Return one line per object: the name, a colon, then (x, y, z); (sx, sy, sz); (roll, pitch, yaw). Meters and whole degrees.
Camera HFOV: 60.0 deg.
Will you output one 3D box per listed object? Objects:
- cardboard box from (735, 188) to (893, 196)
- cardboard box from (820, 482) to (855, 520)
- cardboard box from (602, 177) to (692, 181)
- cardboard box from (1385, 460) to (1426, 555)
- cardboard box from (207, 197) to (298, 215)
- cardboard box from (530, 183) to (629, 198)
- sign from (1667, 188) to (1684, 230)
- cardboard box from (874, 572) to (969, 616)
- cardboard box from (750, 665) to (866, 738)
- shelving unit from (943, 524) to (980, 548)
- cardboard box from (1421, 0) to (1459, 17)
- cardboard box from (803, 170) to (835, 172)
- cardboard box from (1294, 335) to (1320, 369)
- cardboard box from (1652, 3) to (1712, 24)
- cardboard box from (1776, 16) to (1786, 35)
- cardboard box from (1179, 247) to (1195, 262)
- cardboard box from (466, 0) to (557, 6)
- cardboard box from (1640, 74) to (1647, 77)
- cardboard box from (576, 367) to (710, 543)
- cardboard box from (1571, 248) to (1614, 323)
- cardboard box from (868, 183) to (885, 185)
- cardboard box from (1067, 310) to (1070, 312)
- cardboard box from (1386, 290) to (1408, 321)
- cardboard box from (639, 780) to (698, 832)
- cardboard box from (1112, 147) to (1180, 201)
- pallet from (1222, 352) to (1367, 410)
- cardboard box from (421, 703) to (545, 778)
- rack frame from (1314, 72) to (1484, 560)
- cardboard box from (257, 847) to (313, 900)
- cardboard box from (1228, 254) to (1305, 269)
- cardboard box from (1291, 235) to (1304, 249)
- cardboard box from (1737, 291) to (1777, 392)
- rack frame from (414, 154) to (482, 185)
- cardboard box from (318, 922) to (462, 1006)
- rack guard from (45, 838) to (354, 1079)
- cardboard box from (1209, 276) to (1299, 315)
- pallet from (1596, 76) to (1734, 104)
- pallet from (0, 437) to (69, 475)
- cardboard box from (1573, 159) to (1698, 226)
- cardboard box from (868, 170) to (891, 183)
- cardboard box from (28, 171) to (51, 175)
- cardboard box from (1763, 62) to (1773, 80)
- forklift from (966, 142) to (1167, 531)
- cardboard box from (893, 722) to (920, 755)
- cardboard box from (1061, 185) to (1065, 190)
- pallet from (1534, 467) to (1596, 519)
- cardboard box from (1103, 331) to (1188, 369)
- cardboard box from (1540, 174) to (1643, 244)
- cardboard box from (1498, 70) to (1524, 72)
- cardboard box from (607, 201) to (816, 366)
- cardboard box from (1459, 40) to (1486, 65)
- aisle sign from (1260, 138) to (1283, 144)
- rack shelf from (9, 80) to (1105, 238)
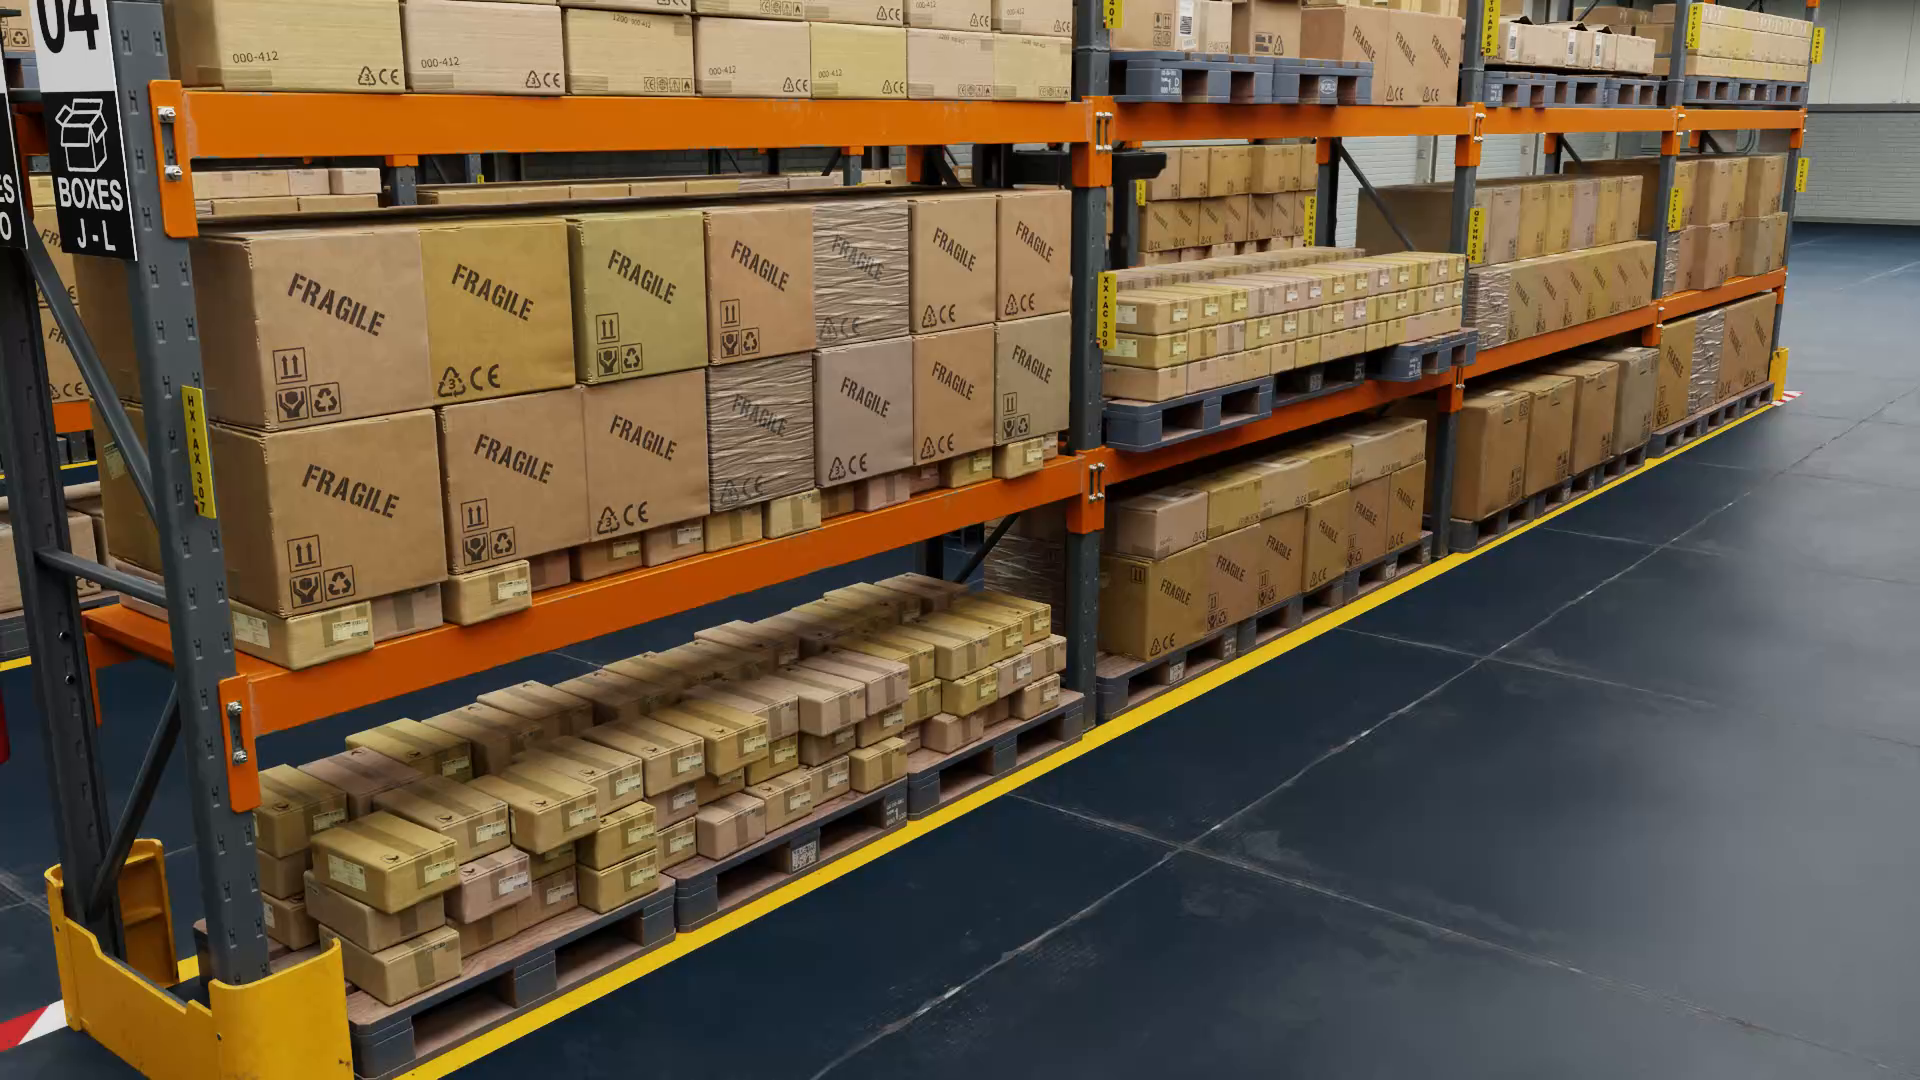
cardboard box: (-0.587, -1.175, 6.817); (0.500, 0.500, 0.500); (11, 18, 36)
cardboard box: (-0.619, -0.184, 6.266); (0.380, 0.149, 0.250); (11, 18, 37)
cardboard box: (-2.341, -2.444, 12.417); (0.500, 0.500, 0.500); (12, 18, 39)
cardboard box: (2.504, -0.239, 10.197); (0.500, 0.500, 0.500); (11, 18, 37)
cardboard box: (-4.120, -1.698, 9.483); (0.500, 0.500, 0.500); (11, 18, 37)
cardboard box: (-2.598, -2.165, 11.318); (0.500, 0.500, 0.500); (11, 18, 36)
sign: (5.656, -2.621, 13.155); (0.100, 0.325, 0.005); (11, 18, 38)
cardboard box: (-0.177, 0.276, 7.673); (0.380, 0.149, 0.250); (12, 19, 40)
cardboard box: (-0.584, 0.612, 6.352); (0.380, 0.149, 0.250); (10, 18, 36)
shelving unit: (-0.025, -0.423, 10.960); (0.258, 0.900, 0.210); (8, 16, 30)
cardboard box: (2.662, -3.169, 9.657); (0.396, 0.266, 0.258); (11, 18, 38)
cardboard box: (-1.753, -4.549, 20.813); (0.380, 0.149, 0.250); (11, 18, 37)
cardboard box: (1.622, -0.985, 8.564); (0.380, 0.149, 0.250); (11, 18, 37)
cardboard box: (5.721, -4.167, 13.178); (0.380, 0.149, 0.250); (11, 18, 38)
cardboard box: (7.156, -4.605, 14.902); (0.380, 0.149, 0.250); (11, 18, 38)
cardboard box: (2.206, -2.969, 17.230); (0.380, 0.149, 0.250); (12, 19, 39)
cardboard box: (-1.509, -1.649, 4.719); (0.500, 0.250, 0.500); (11, 18, 37)
cardboard box: (5.689, -4.030, 14.257); (0.380, 0.149, 0.250); (11, 18, 38)
cardboard box: (-1.183, -0.316, 5.467); (0.500, 0.500, 0.500); (12, 18, 38)
cardboard box: (4.473, -1.893, 12.281); (0.500, 0.500, 0.500); (11, 18, 38)
cardboard box: (-1.156, -4.370, 20.713); (0.380, 0.149, 0.250); (11, 18, 36)
cardboard box: (0.301, -1.125, 7.908); (0.380, 0.149, 0.250); (12, 19, 40)
cardboard box: (2.270, -1.325, 9.298); (0.380, 0.149, 0.250); (11, 18, 38)
cardboard box: (-1.145, 0.890, 5.862); (0.380, 0.149, 0.250); (10, 17, 35)
cardboard box: (1.760, -3.654, 16.578); (0.700, 0.500, 0.500); (11, 18, 37)
pallet: (1.502, -0.935, 9.102); (1.003, 0.211, 1.213); (11, 18, 38)
cardboard box: (-1.700, 0.719, 5.928); (0.380, 0.149, 0.250); (10, 18, 35)
rack frame: (2.714, -1.414, 10.596); (1.000, 3.000, 0.127); (11, 18, 38)
cardboard box: (-2.204, 1.007, 5.400); (0.380, 0.149, 0.250); (11, 18, 36)
cardboard box: (1.782, -1.577, 9.686); (0.380, 0.149, 0.250); (10, 18, 35)
cardboard box: (3.687, -3.400, 18.926); (0.380, 0.149, 0.250); (11, 18, 37)
cardboard box: (7.367, -1.980, 16.285); (0.875, 0.875, 0.875); (11, 18, 38)
rack frame: (-5.063, -2.928, 16.556); (1.000, 3.000, 0.127); (11, 18, 38)
cardboard box: (-1.736, 1.246, 5.064); (0.380, 0.149, 0.250); (12, 18, 39)
rack guard: (-2.266, 1.315, 4.930); (1.175, 0.500, 0.348); (11, 18, 38)
cardboard box: (1.458, -1.222, 8.289); (0.380, 0.149, 0.250); (11, 18, 37)
pallet: (5.751, -3.746, 13.863); (1.003, 0.211, 1.213); (11, 18, 38)
pallet: (-8.009, -0.679, 13.367); (1.003, 0.211, 1.213); (11, 18, 38)
cardboard box: (5.742, -2.965, 14.203); (0.875, 0.550, 0.550); (11, 18, 38)
cardboard box: (-1.055, -4.571, 20.900); (0.380, 0.149, 0.250); (12, 18, 38)
cardboard box: (-5.086, -1.933, 9.088); (0.380, 0.149, 0.250); (11, 18, 38)
cardboard box: (6.998, -4.171, 14.810); (0.380, 0.149, 0.250); (11, 18, 38)
forklift: (0.797, -1.752, 12.067); (1.130, 2.935, 3.031); (8, 16, 30)
cardboard box: (-0.386, 0.787, 6.869); (0.380, 0.149, 0.250); (11, 18, 36)
cardboard box: (0.892, -3.104, 15.587); (0.500, 0.500, 0.500); (11, 18, 38)
pallet: (4.035, -0.434, 12.403); (1.003, 0.211, 1.213); (11, 18, 38)
cardboard box: (0.806, -0.878, 7.540); (0.380, 0.149, 0.250); (12, 18, 38)
cardboard box: (4.921, -2.617, 13.098); (0.700, 0.500, 0.500); (11, 18, 37)
cardboard box: (3.887, -3.495, 11.913); (0.396, 0.266, 0.258); (11, 18, 38)
cardboard box: (-0.851, -0.896, 5.719); (0.500, 0.500, 0.500); (11, 18, 36)
cardboard box: (3.049, -3.037, 10.348); (0.380, 0.149, 0.250); (10, 18, 35)
aisle sign: (3.626, -5.012, 19.482); (0.394, 0.787, 0.004); (11, 18, 38)
rack shelf: (-1.057, -1.370, 5.792); (1.077, 0.370, 4.000); (11, 18, 38)
